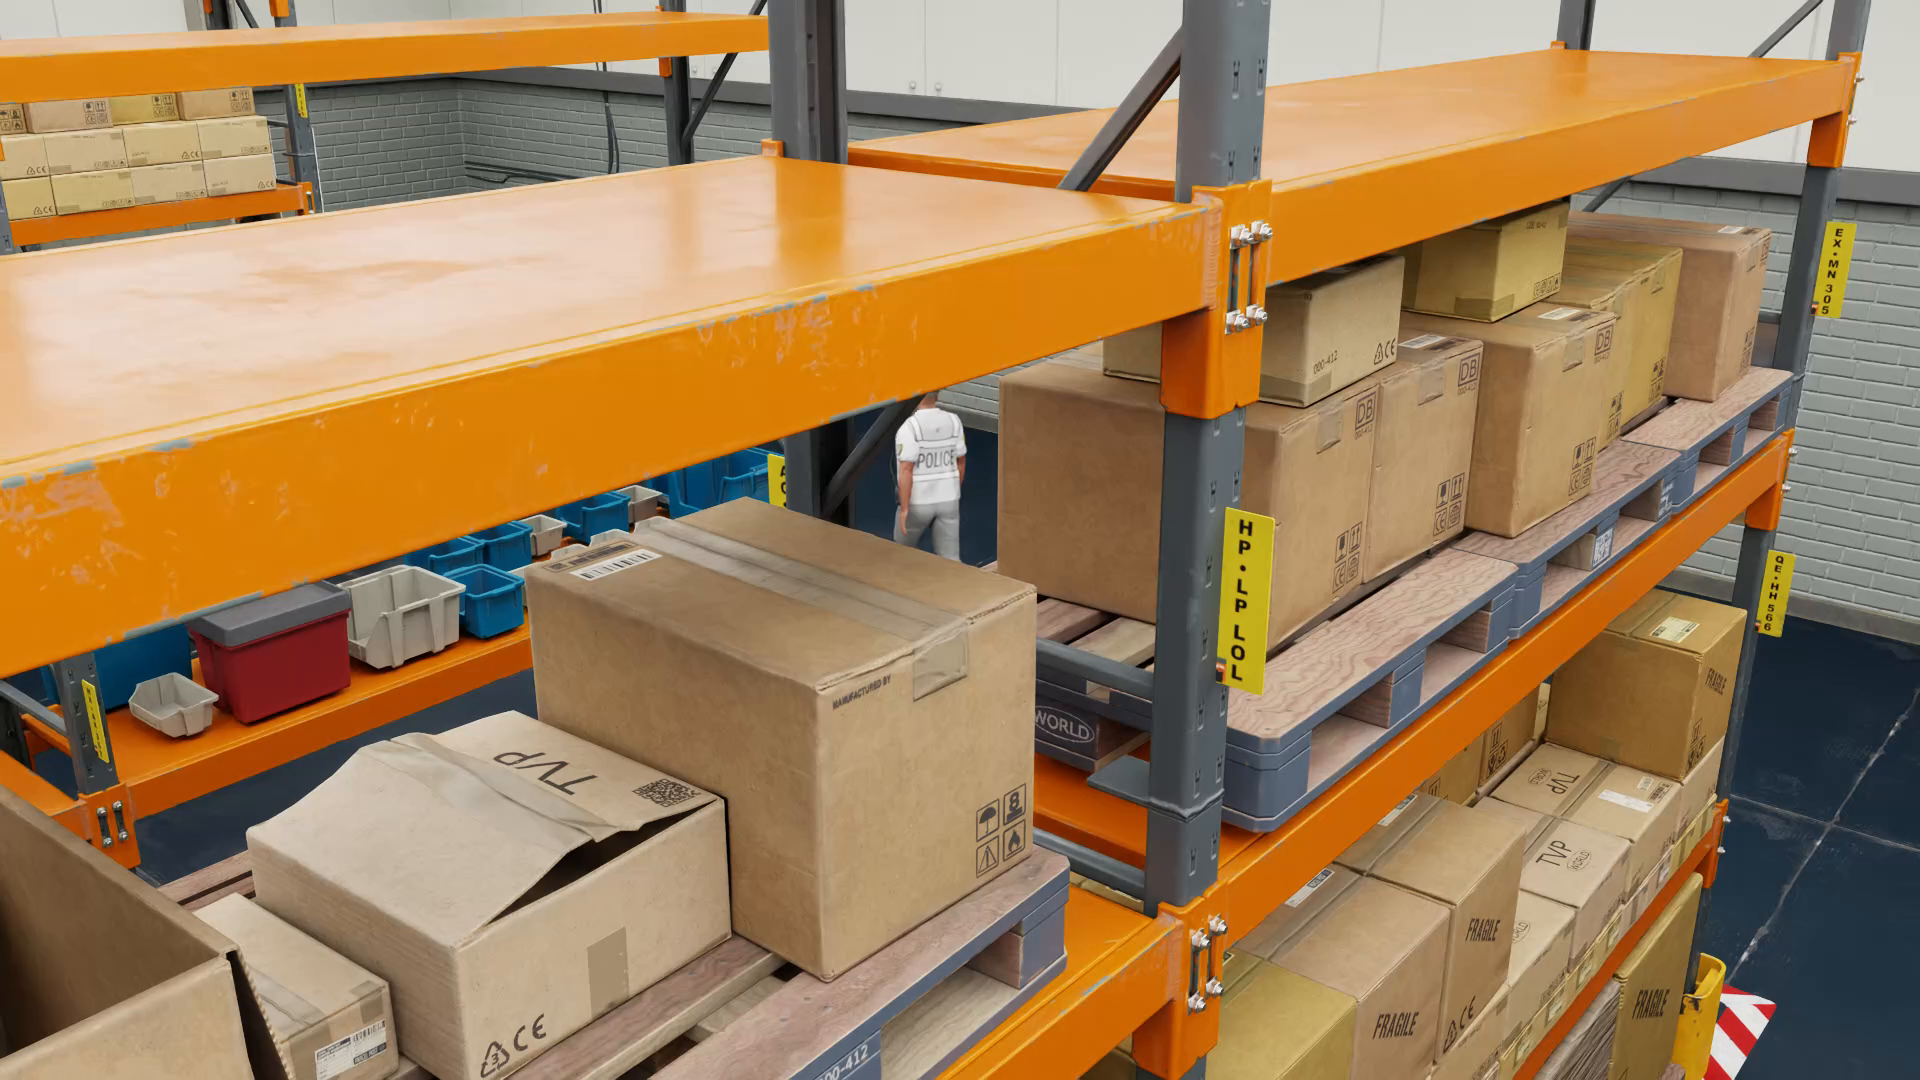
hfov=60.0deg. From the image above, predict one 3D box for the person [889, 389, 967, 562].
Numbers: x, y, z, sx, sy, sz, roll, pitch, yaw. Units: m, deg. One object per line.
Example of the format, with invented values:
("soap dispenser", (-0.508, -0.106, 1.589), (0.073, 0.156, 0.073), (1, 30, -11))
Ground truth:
("person", (-0.225, -0.297, 11.343), (0.569, 1.723, 0.912), (-9, 22, -22))
